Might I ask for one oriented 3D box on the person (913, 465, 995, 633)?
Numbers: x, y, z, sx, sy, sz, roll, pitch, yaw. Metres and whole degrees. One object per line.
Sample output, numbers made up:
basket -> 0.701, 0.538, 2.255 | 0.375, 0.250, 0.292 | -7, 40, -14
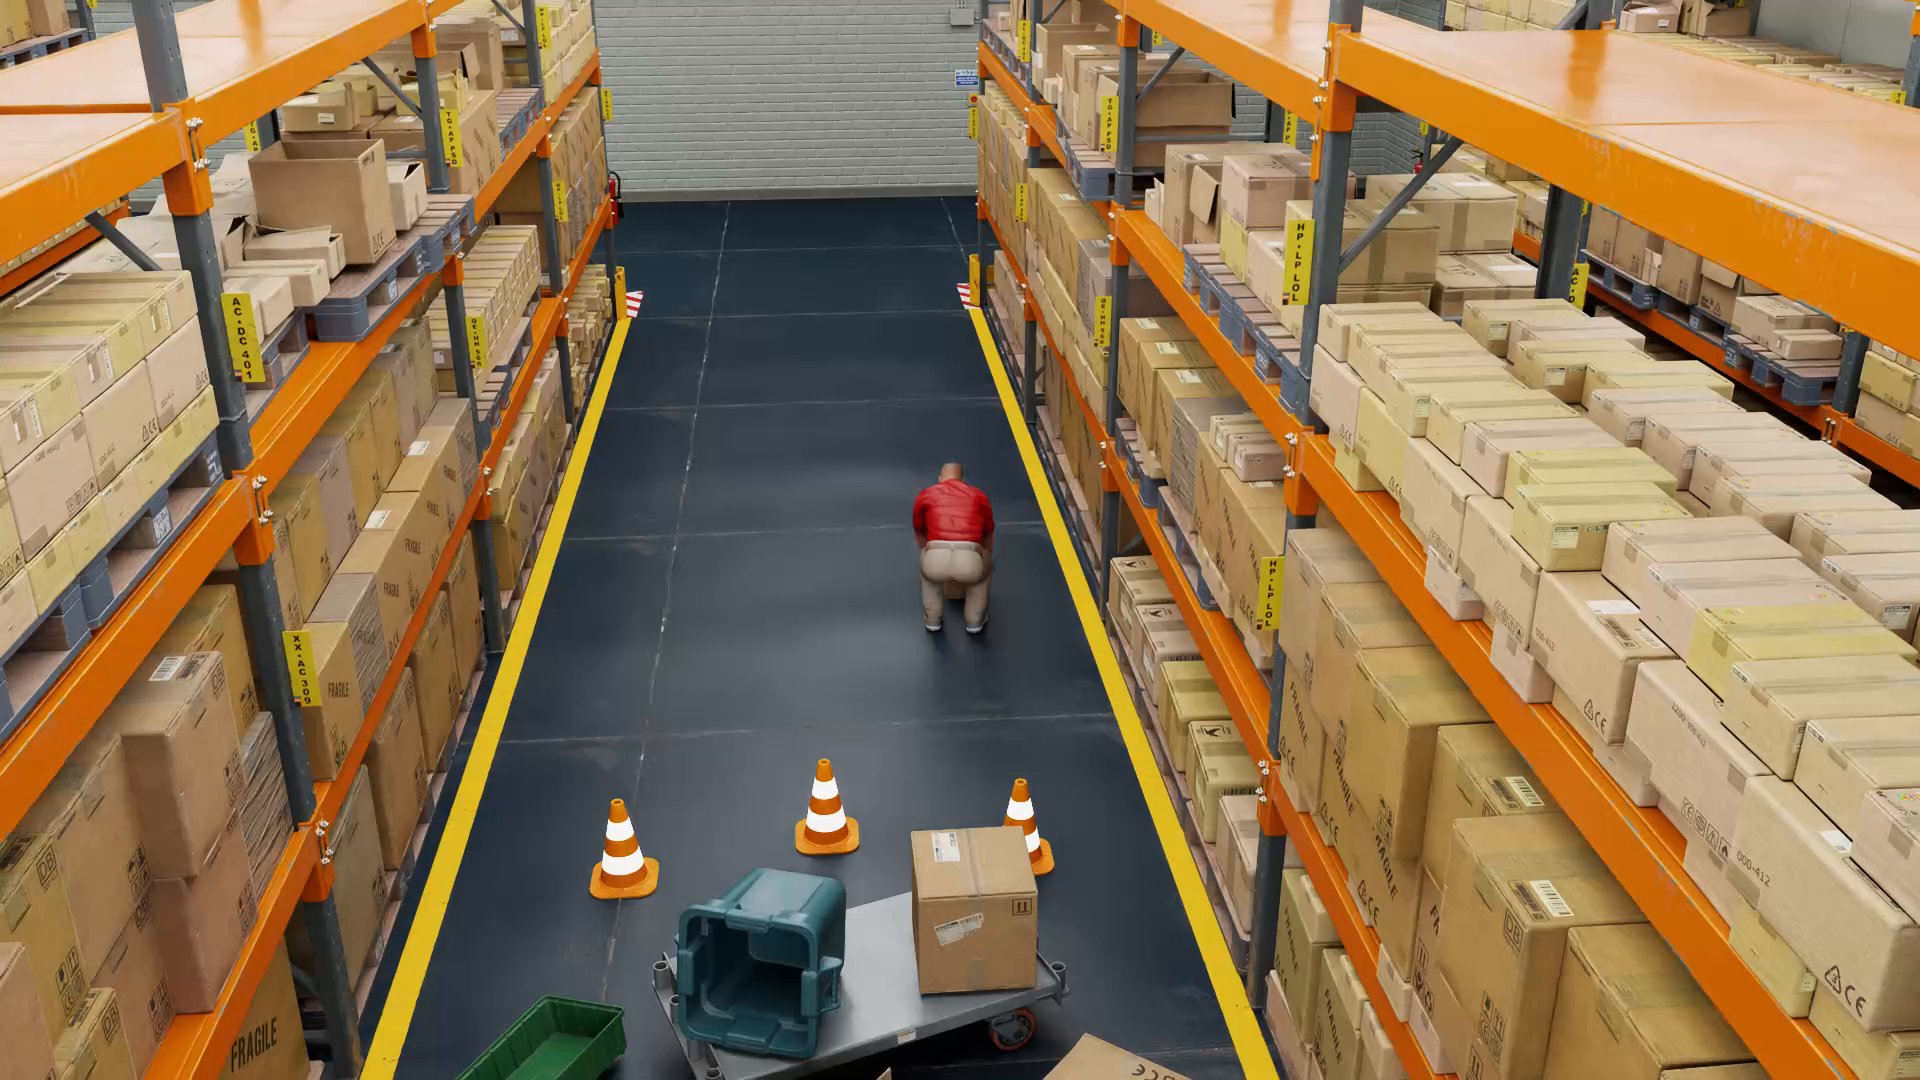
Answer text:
person -> -0.050, 0.067, 11.153 | 0.568, 0.967, 0.892 | 2, 24, 6
